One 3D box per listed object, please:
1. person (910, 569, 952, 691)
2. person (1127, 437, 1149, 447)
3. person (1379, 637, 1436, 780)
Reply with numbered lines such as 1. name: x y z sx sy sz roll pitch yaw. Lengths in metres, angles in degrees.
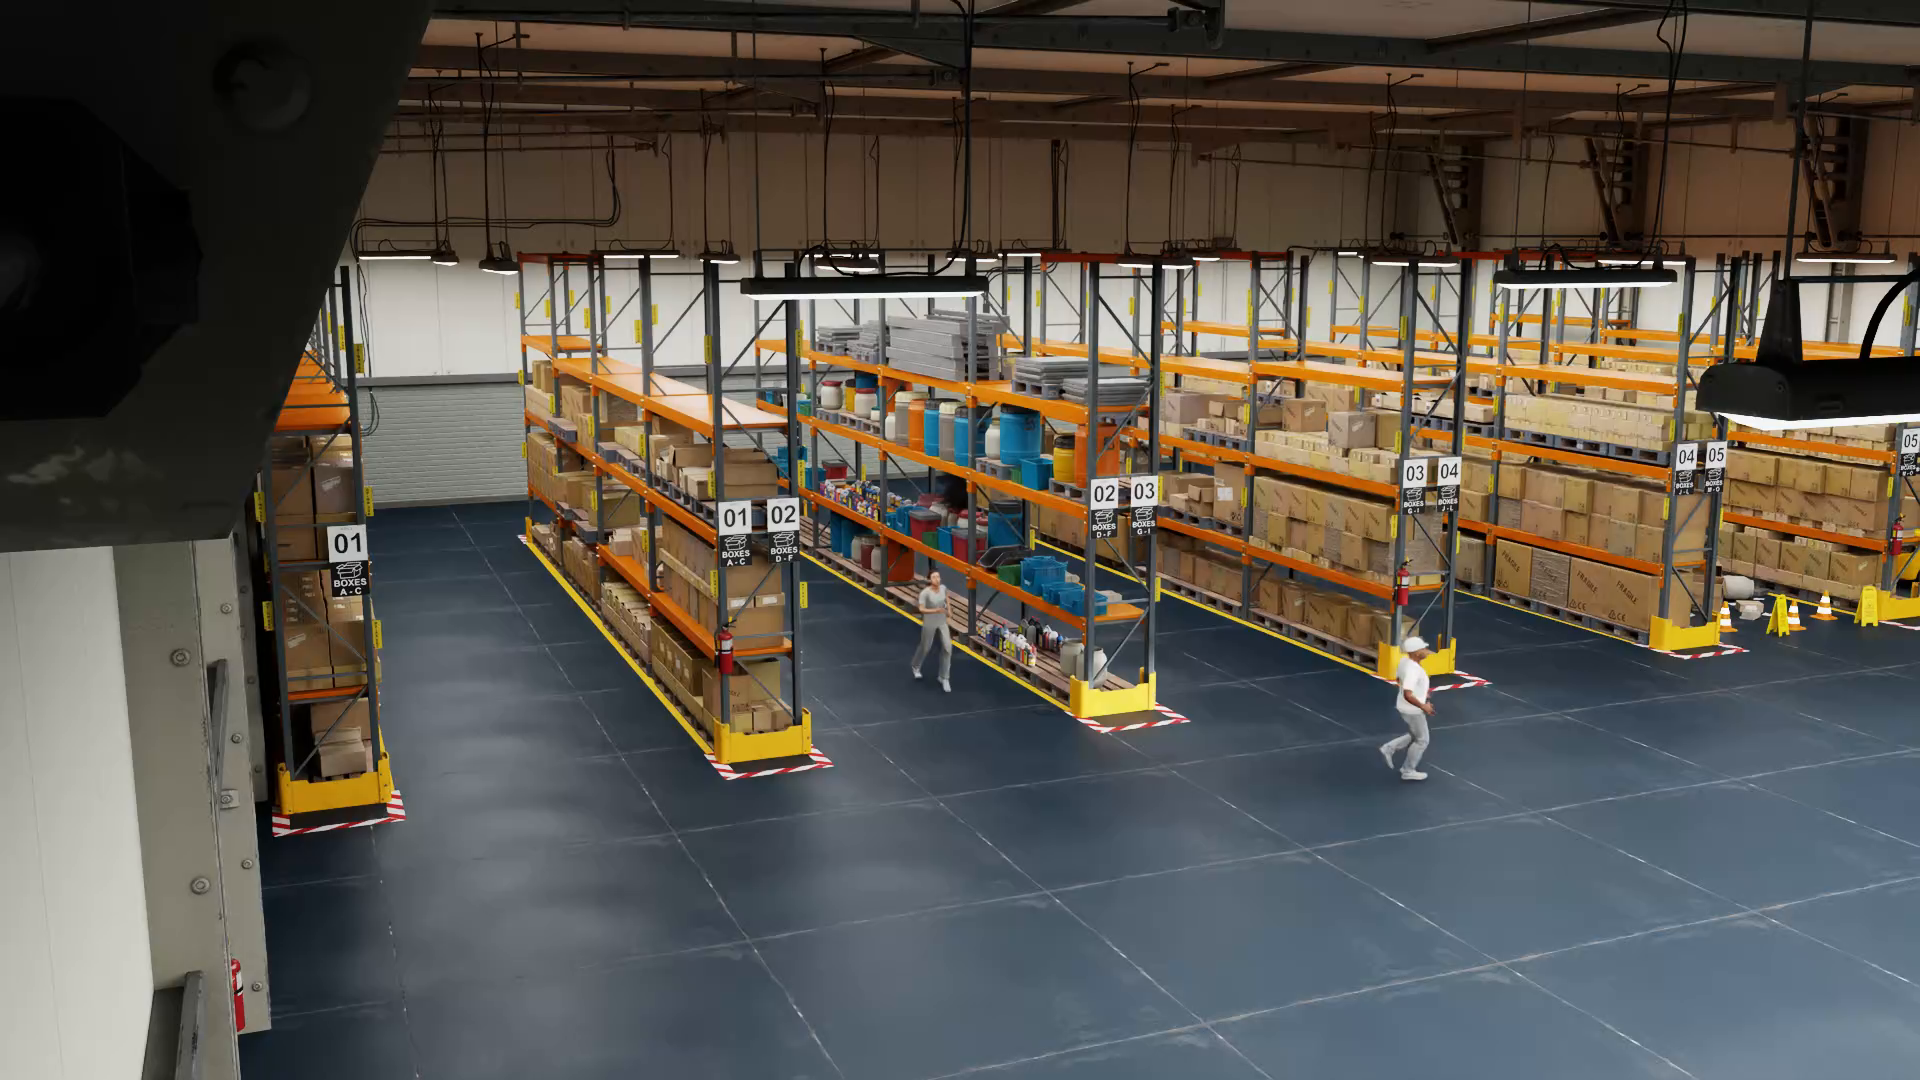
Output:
1. person: -0.382 1.235 23.642 0.573 1.715 0.890 -5 12 -26
2. person: 4.275 -2.048 41.426 0.786 1.749 0.675 -2 11 -13
3. person: 5.248 1.973 19.467 0.589 1.722 0.686 1 10 5
